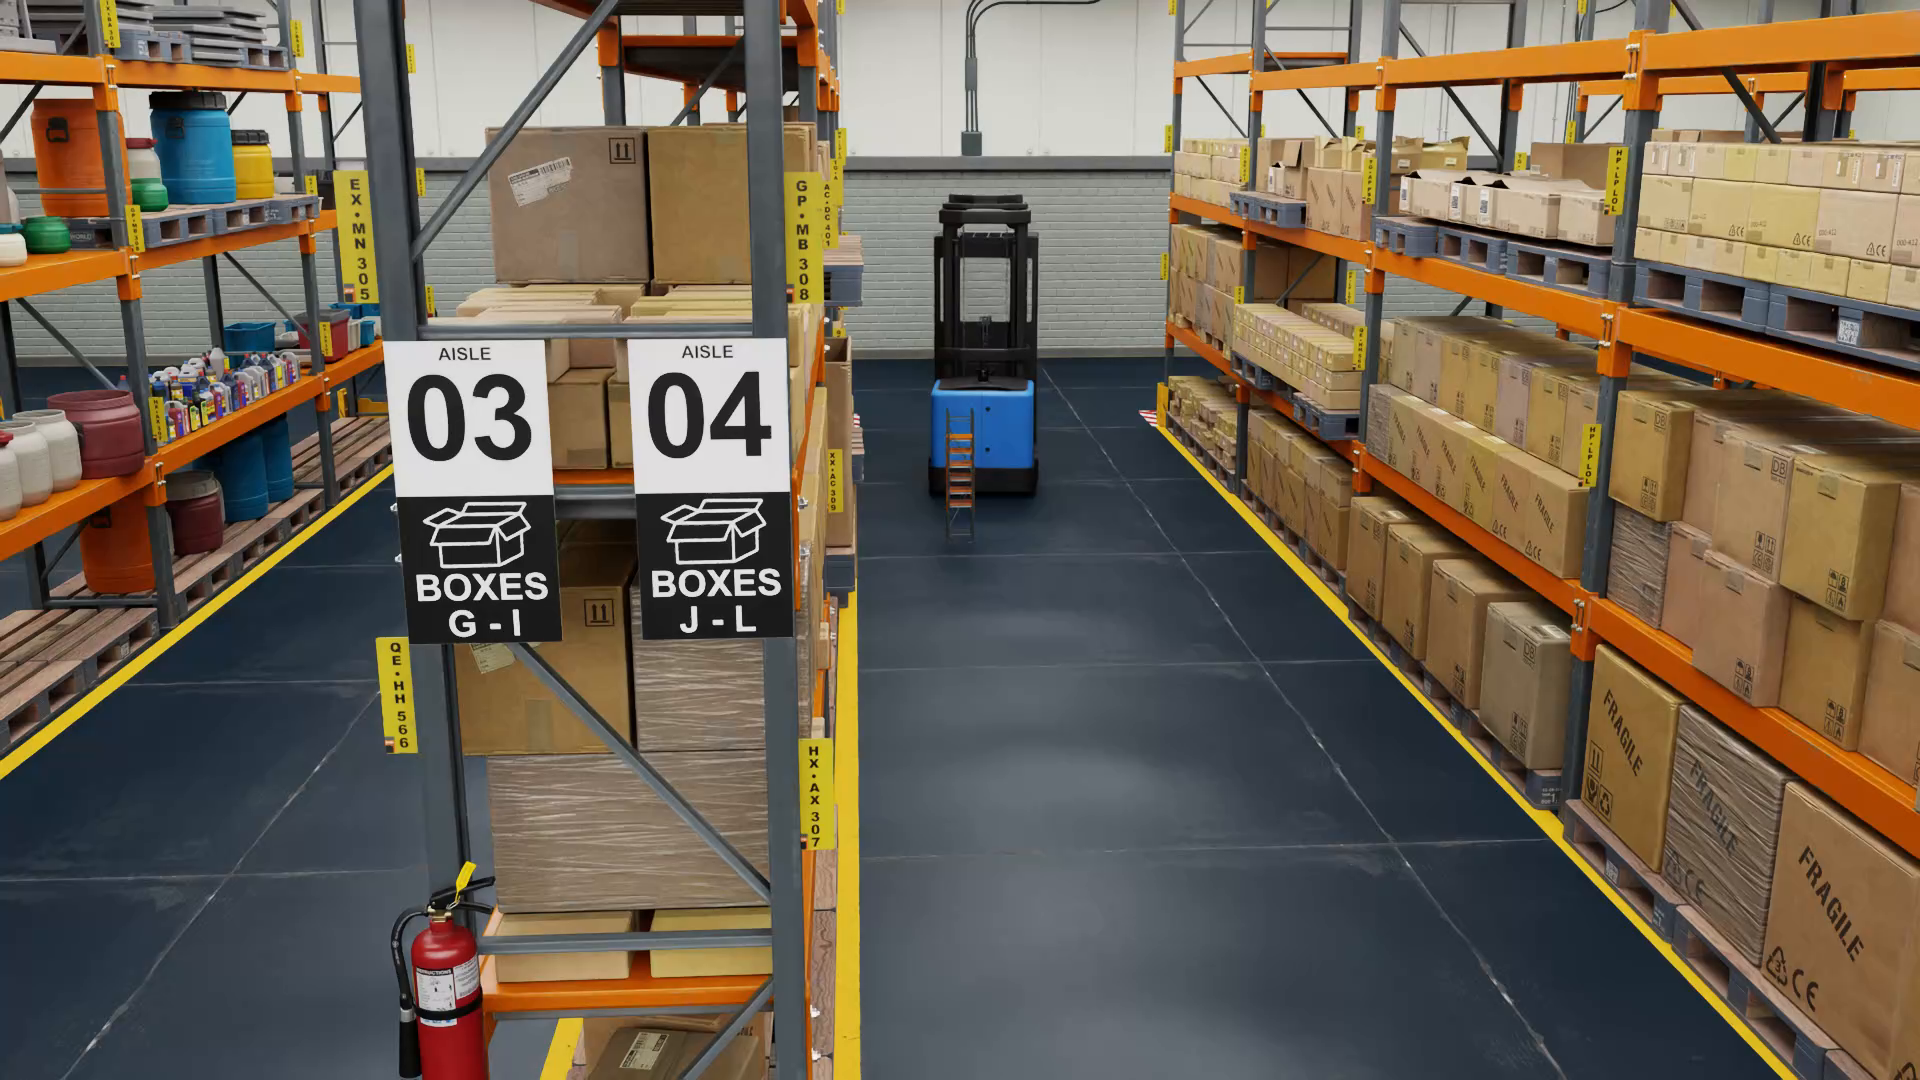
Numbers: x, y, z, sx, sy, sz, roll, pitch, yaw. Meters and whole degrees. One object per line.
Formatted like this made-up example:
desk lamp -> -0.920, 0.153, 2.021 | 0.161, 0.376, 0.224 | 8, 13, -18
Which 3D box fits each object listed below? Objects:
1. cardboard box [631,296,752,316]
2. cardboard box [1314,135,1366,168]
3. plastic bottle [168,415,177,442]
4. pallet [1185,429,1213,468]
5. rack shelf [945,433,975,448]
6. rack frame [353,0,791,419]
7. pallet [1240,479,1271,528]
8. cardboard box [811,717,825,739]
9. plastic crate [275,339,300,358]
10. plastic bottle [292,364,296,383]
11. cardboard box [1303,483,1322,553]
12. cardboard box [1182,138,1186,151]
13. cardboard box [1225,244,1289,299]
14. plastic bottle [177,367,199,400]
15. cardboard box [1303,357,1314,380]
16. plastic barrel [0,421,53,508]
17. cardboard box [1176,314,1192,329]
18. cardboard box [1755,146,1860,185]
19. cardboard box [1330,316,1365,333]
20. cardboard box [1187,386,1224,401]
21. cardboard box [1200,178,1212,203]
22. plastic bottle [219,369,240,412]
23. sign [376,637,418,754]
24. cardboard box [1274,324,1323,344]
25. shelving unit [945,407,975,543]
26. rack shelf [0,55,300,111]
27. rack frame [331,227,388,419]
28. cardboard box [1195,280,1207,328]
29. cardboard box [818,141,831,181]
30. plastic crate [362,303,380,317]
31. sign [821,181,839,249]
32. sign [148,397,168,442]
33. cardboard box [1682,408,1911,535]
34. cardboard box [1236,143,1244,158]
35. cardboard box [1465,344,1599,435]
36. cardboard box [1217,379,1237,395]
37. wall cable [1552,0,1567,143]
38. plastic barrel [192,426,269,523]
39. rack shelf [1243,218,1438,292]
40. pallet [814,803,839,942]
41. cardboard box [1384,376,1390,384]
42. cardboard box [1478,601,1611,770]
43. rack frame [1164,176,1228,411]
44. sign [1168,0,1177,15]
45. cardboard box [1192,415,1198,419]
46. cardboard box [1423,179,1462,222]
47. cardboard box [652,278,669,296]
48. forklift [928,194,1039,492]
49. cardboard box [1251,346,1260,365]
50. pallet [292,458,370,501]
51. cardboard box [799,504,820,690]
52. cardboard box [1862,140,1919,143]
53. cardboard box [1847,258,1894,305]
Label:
cardboard box -> -0.782, -0.647, 5.001 | 0.380, 0.149, 0.250 | -1, 14, -4
cardboard box -> 3.139, -3.204, 13.701 | 0.396, 0.266, 0.258 | -1, 14, -3
plastic bottle -> -6.067, -0.857, 12.738 | 0.097, 0.201, 0.097 | 0, 14, 0
pallet -> 3.120, -1.030, 18.608 | 1.003, 0.211, 1.213 | -1, 14, -3
rack shelf -> 0.001, -0.883, 14.784 | 0.258, 0.103, 0.180 | -1, 14, -3
rack frame -> -0.938, -1.780, 3.885 | 1.000, 3.000, 0.127 | -1, 14, -3
pallet -> 3.325, -0.366, 16.026 | 1.003, 0.211, 1.213 | -1, 14, -3
cardboard box -> -0.713, 0.798, 6.409 | 0.380, 0.149, 0.250 | -1, 14, -3
plastic crate -> -6.962, -1.952, 17.027 | 0.437, 0.125, 0.590 | -1, 14, -3
plastic bottle -> -6.243, -1.565, 15.487 | 0.097, 0.201, 0.097 | 0, 14, 0
cardboard box -> 3.193, -0.197, 13.946 | 0.500, 0.500, 0.500 | 0, 14, -1
cardboard box -> 2.821, -4.636, 19.504 | 0.380, 0.149, 0.250 | -1, 14, -4
cardboard box -> 2.977, -2.700, 16.695 | 0.500, 0.500, 0.500 | -1, 14, -5
plastic bottle -> -6.767, -1.373, 14.593 | 0.152, 0.276, 0.135 | -1, 14, -3
cardboard box -> 3.001, -1.389, 13.469 | 0.380, 0.149, 0.250 | -1, 14, -2
plastic barrel -> -6.074, -0.484, 10.665 | 0.421, 0.512, 0.421 | 0, 14, 0
cardboard box -> 2.741, -2.567, 19.489 | 0.380, 0.149, 0.250 | -1, 14, -5
cardboard box -> 3.520, -1.540, 6.834 | 0.380, 0.149, 0.250 | -1, 14, -3
cardboard box -> 3.555, -1.926, 14.959 | 0.380, 0.149, 0.250 | -1, 14, -5
cardboard box -> 2.844, -1.689, 19.254 | 0.380, 0.149, 0.250 | -2, 15, -6
cardboard box -> 2.895, -3.782, 17.987 | 0.500, 0.250, 0.500 | -1, 14, -4
plastic bottle -> -6.173, -1.261, 14.007 | 0.144, 0.351, 0.185 | -1, 14, -3
sign -> -1.493, 0.415, 4.435 | 0.100, 0.325, 0.005 | -1, 14, -3
cardboard box -> 2.942, -1.787, 14.418 | 0.380, 0.149, 0.250 | 0, 14, -2
shelving unit -> 0.001, -0.577, 14.863 | 0.258, 1.200, 0.189 | -1, 14, -3
rack shelf -> -6.501, -3.648, 13.393 | 1.077, 0.370, 4.000 | -1, 14, -3
rack frame -> -6.872, -2.777, 19.800 | 1.000, 3.000, 0.127 | -1, 14, -3
cardboard box -> 2.894, -2.600, 18.315 | 0.500, 0.500, 0.500 | -1, 14, -5
cardboard box -> -1.154, -2.492, 11.470 | 0.500, 0.500, 0.500 | -1, 14, -2
plastic crate -> -6.665, -2.743, 19.476 | 0.616, 0.435, 0.499 | -1, 14, -3
sign -> -0.644, -1.583, 8.100 | 0.100, 0.325, 0.005 | -1, 14, -3
sign -> -5.828, -0.877, 12.087 | 0.100, 0.325, 0.005 | -1, 14, -3
cardboard box -> 3.910, -0.289, 7.662 | 0.875, 0.550, 0.550 | -1, 14, -3
cardboard box -> 2.957, -3.865, 16.505 | 0.380, 0.149, 0.250 | -1, 14, -2
cardboard box -> 3.640, -0.956, 10.515 | 0.700, 0.500, 0.500 | -1, 14, -4
cardboard box -> 3.272, -1.825, 19.784 | 0.380, 0.149, 0.250 | -1, 14, -2
wall cable -> 8.079, -7.333, 25.469 | 2.355, 3.000, 0.029 | -1, 14, -3
plastic barrel -> -6.564, -0.658, 14.932 | 0.600, 0.901, 0.708 | -1, 14, -3
rack shelf -> 3.400, -2.517, 14.214 | 1.077, 0.370, 4.000 | -1, 14, -3
pallet -> -1.108, 1.648, 8.199 | 1.003, 0.211, 1.213 | -1, 14, -3
cardboard box -> 3.664, -1.245, 13.508 | 0.380, 0.149, 0.250 | 0, 14, -1
cardboard box -> 3.643, 0.812, 9.521 | 1.050, 0.750, 0.750 | -1, 14, -4
rack frame -> 3.028, -2.905, 20.298 | 1.000, 3.000, 0.127 | -1, 14, -3
sign -> 2.486, -6.293, 19.391 | 0.100, 0.325, 0.005 | -1, 14, -3
cardboard box -> 2.878, -1.340, 19.093 | 0.380, 0.149, 0.250 | -1, 14, -3
cardboard box -> 3.380, -2.239, 10.948 | 0.500, 0.250, 0.500 | 0, 14, -2
cardboard box -> -1.304, -0.970, 6.256 | 0.380, 0.149, 0.250 | -1, 14, -2
forklift -> 0.284, -2.212, 17.741 | 1.130, 2.935, 3.031 | 1, 14, 3
cardboard box -> 2.890, -1.693, 15.250 | 0.380, 0.149, 0.250 | -1, 14, -3
pallet -> -6.709, -0.614, 16.990 | 1.003, 0.211, 1.213 | -1, 14, -3
cardboard box -> -0.724, 0.183, 5.490 | 0.500, 0.500, 0.500 | -1, 14, -3
cardboard box -> 8.059, -3.155, 14.207 | 0.500, 0.500, 0.500 | -1, 14, -3
cardboard box -> 3.566, -0.966, 6.200 | 0.380, 0.149, 0.250 | -1, 14, -3
